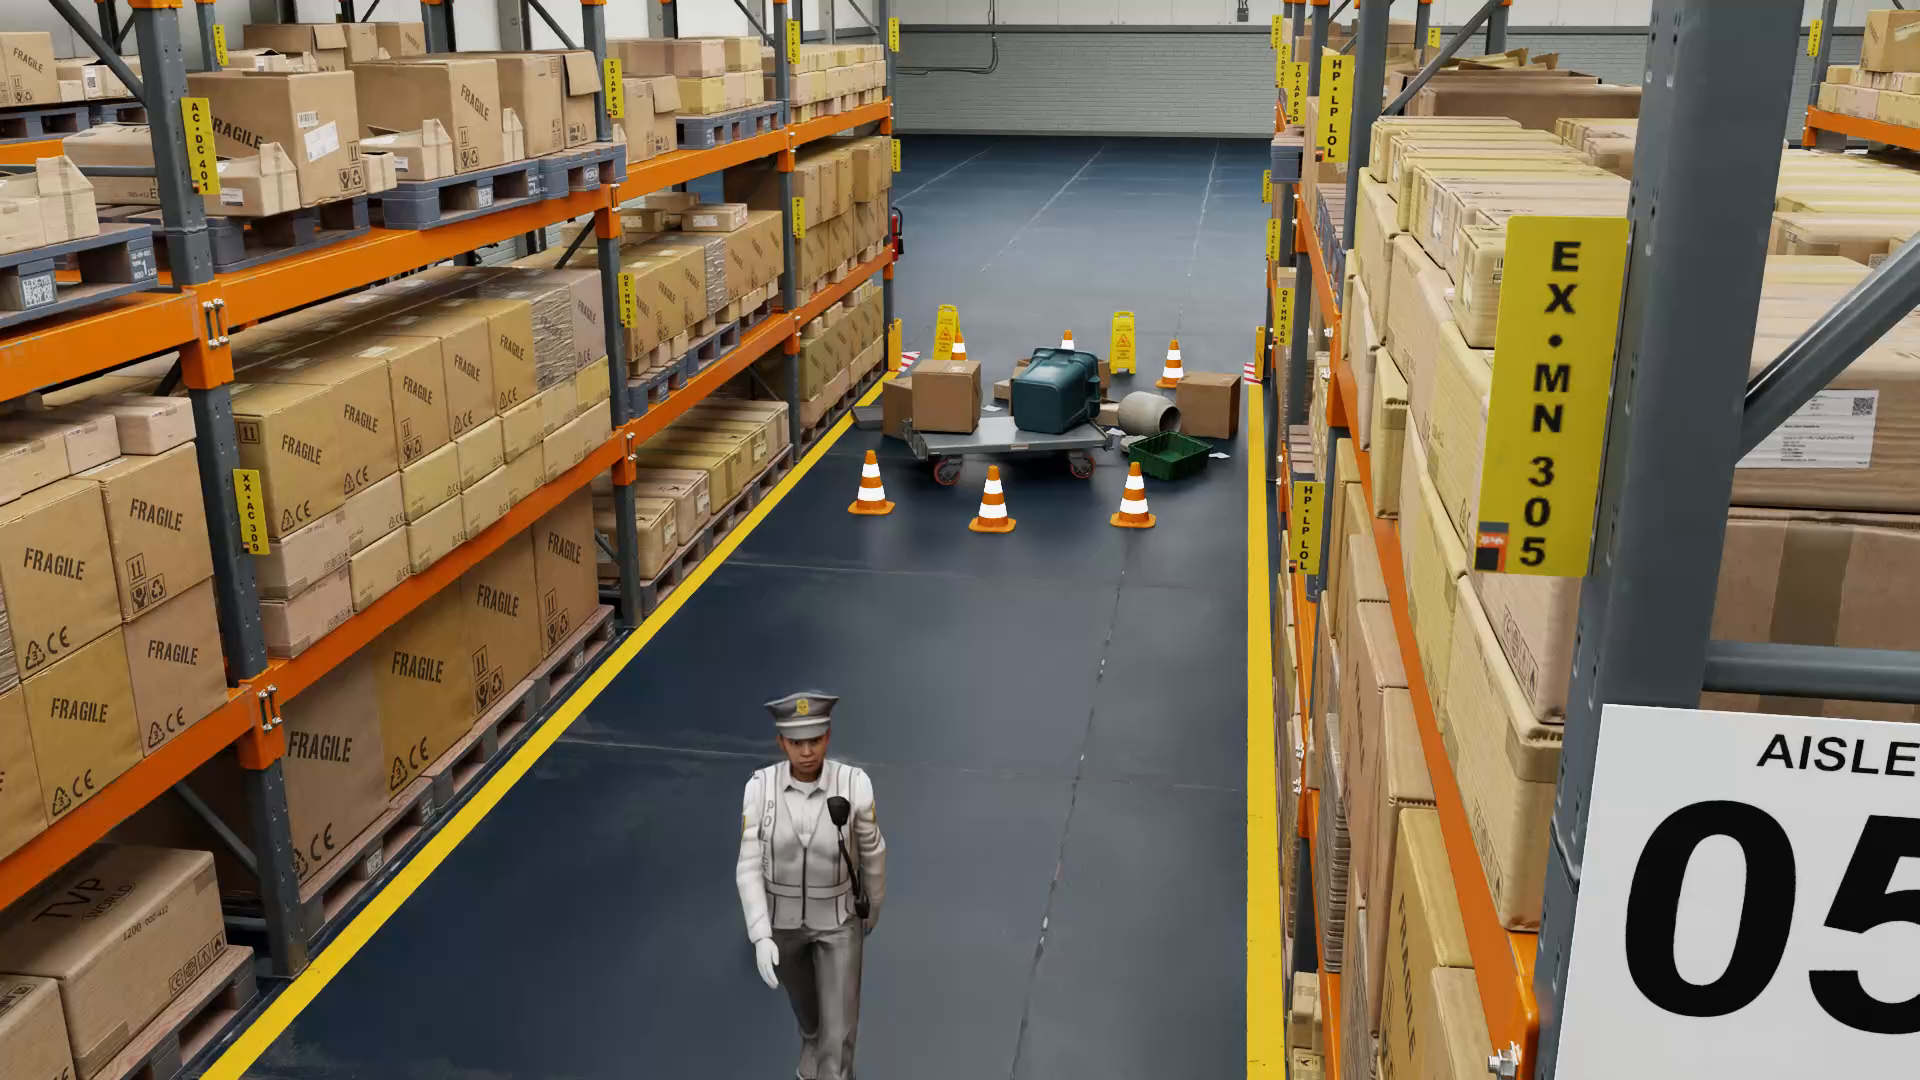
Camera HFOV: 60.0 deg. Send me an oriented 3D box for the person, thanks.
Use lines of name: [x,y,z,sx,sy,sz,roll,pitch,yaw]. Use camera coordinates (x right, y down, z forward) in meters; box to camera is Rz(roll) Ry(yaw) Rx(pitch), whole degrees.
person: [-0.499,1.278,5.536,0.475,1.634,1.005,1,18,4]
